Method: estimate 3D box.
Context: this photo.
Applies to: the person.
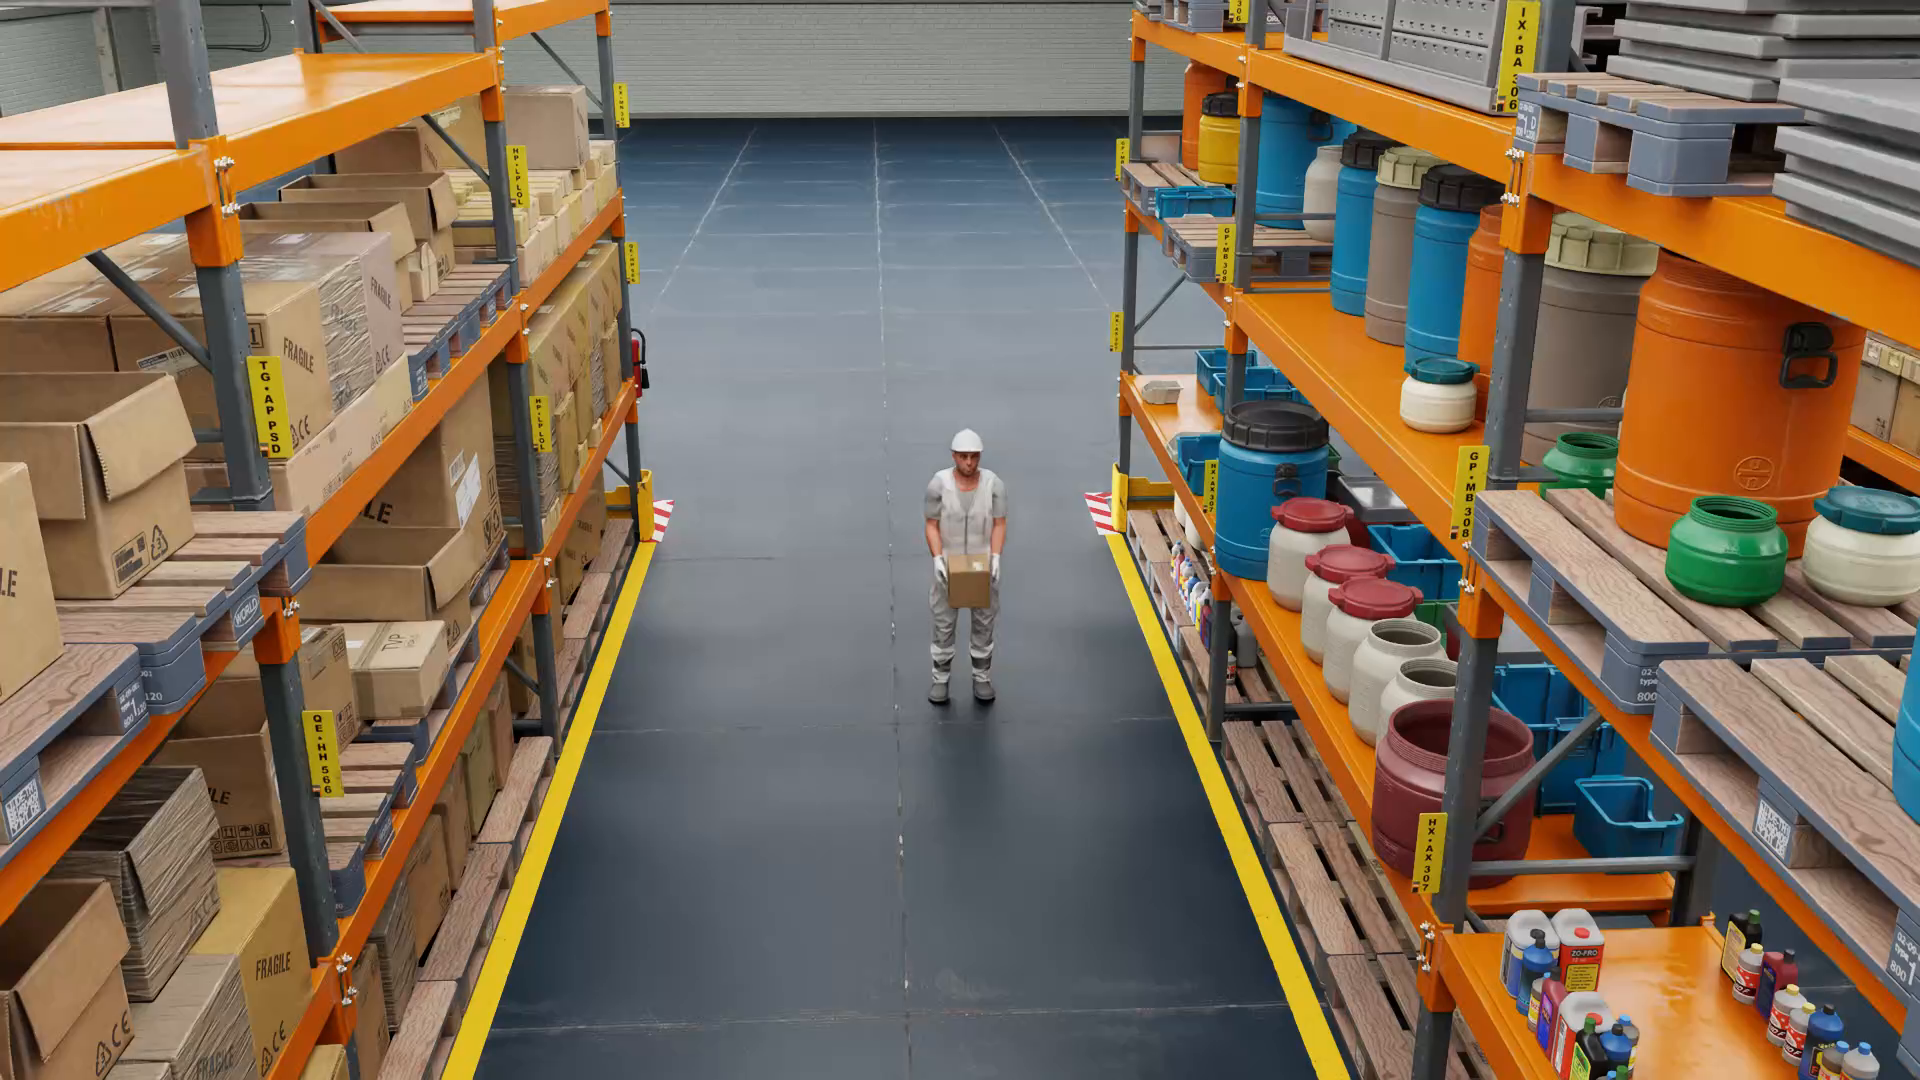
[{"bbox_3d":[0.042,0.174,10.563,0.530,1.793,0.486,-1,20,-4],"label":"person"}]
